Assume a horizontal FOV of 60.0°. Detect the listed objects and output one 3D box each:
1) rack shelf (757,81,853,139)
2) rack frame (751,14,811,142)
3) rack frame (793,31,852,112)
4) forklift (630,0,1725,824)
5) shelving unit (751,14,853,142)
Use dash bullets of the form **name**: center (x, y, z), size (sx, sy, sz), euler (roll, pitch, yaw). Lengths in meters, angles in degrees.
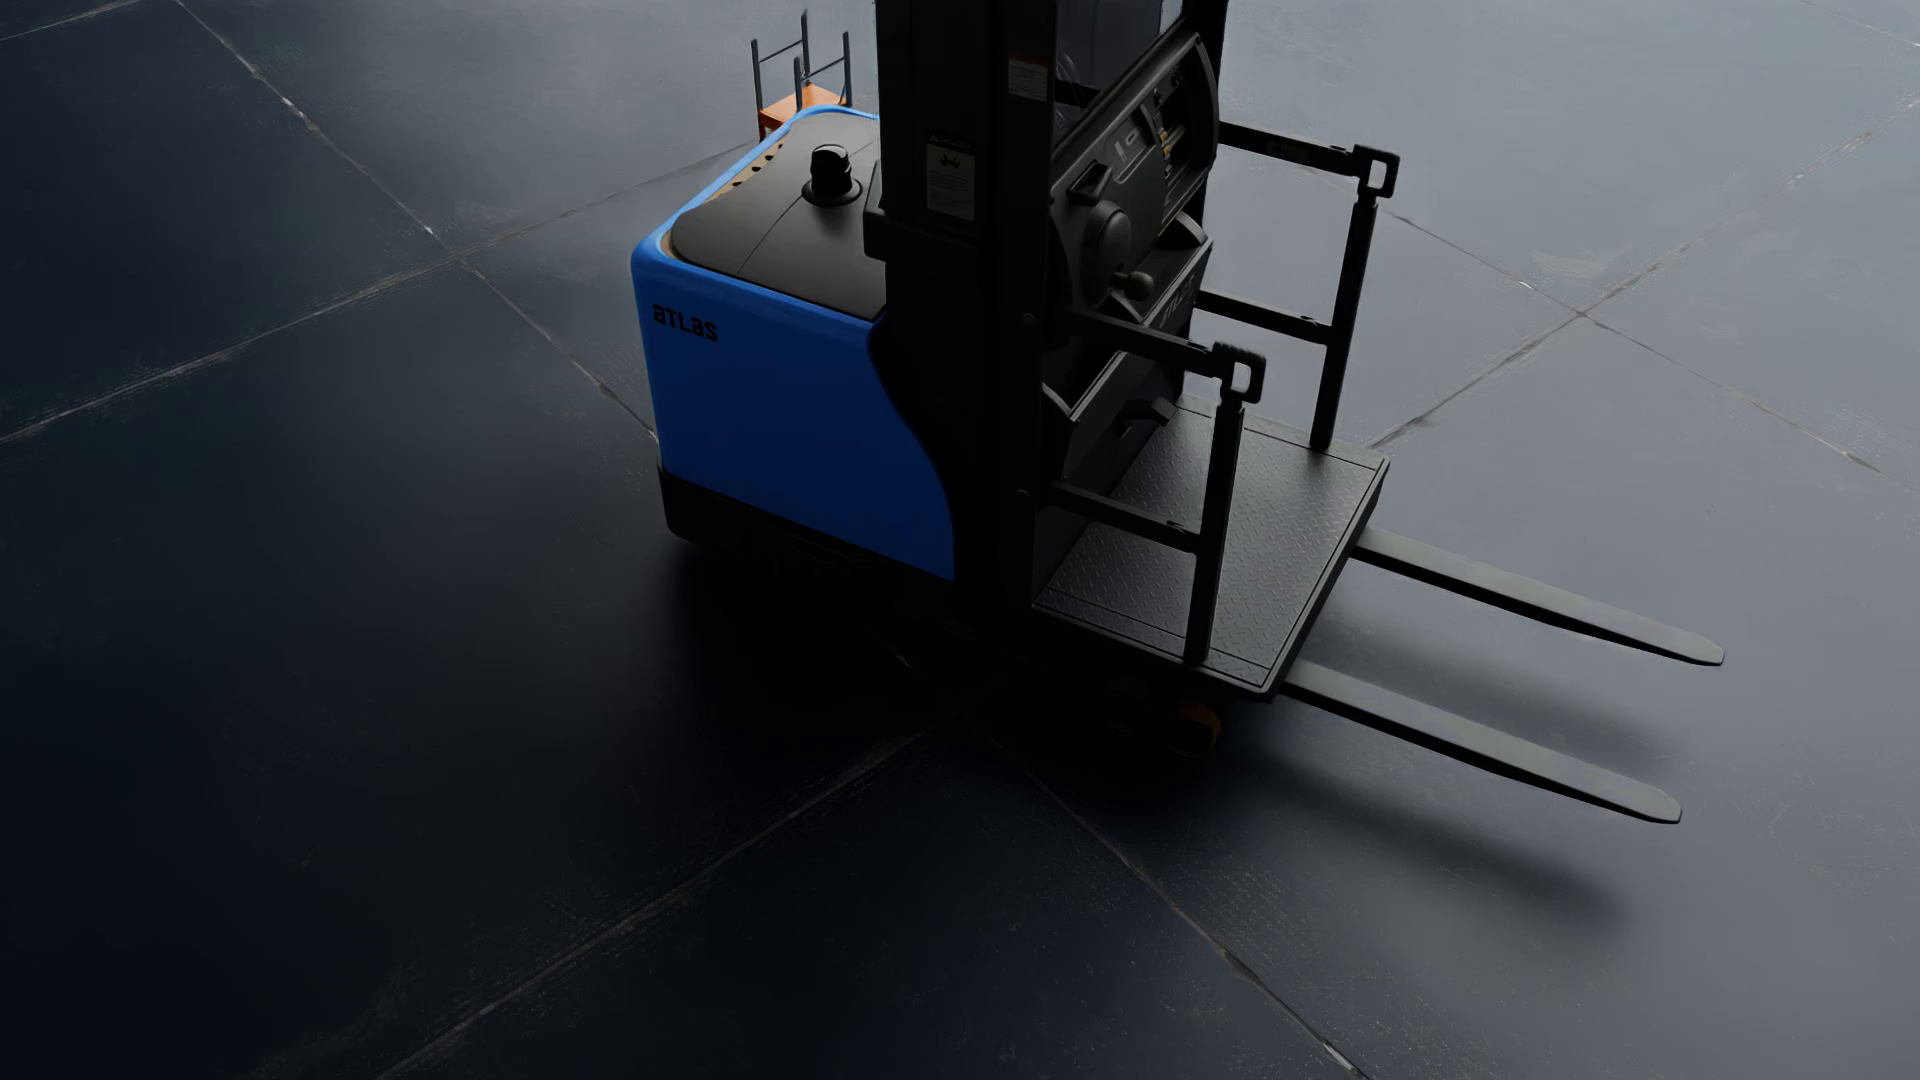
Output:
- **rack shelf**: center (-0.497, -1.358, 5.358), size (0.180, 0.103, 0.258), euler (30, 51, 28)
- **rack frame**: center (-0.566, -1.168, 5.618), size (0.006, 1.200, 0.240), euler (30, 51, 28)
- **rack frame**: center (-0.427, -1.087, 5.531), size (0.006, 1.200, 0.240), euler (30, 51, 28)
- **forklift**: center (0.623, -0.885, 4.052), size (3.031, 2.935, 1.130), euler (20, 47, 20)
- **shelving unit**: center (-0.497, -1.128, 5.574), size (0.189, 1.200, 0.258), euler (30, 51, 28)
